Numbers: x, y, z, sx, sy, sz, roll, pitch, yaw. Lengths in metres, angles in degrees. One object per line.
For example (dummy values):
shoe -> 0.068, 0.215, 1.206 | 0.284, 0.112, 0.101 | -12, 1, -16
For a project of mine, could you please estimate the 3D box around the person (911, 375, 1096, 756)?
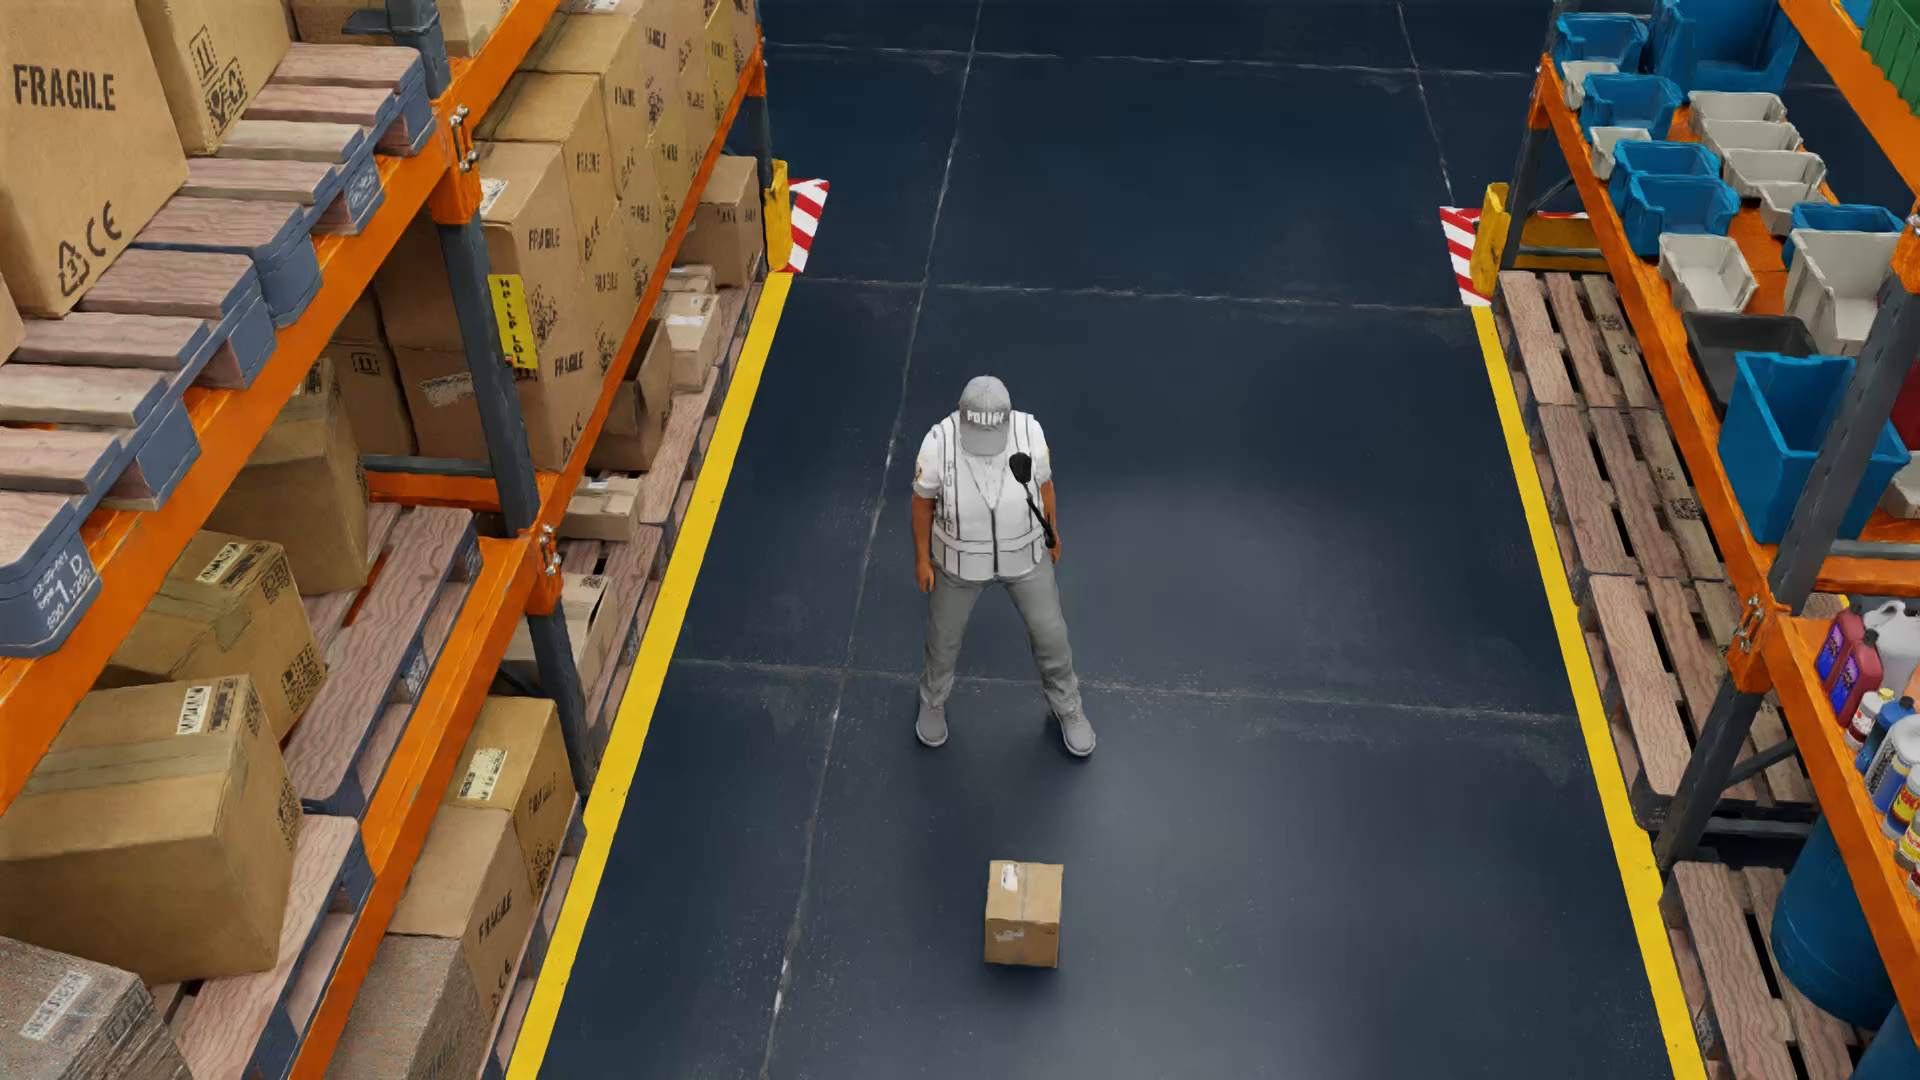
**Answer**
person -> 0.168, 0.086, 6.036 | 0.687, 1.653, 0.475 | -4, 40, -5
